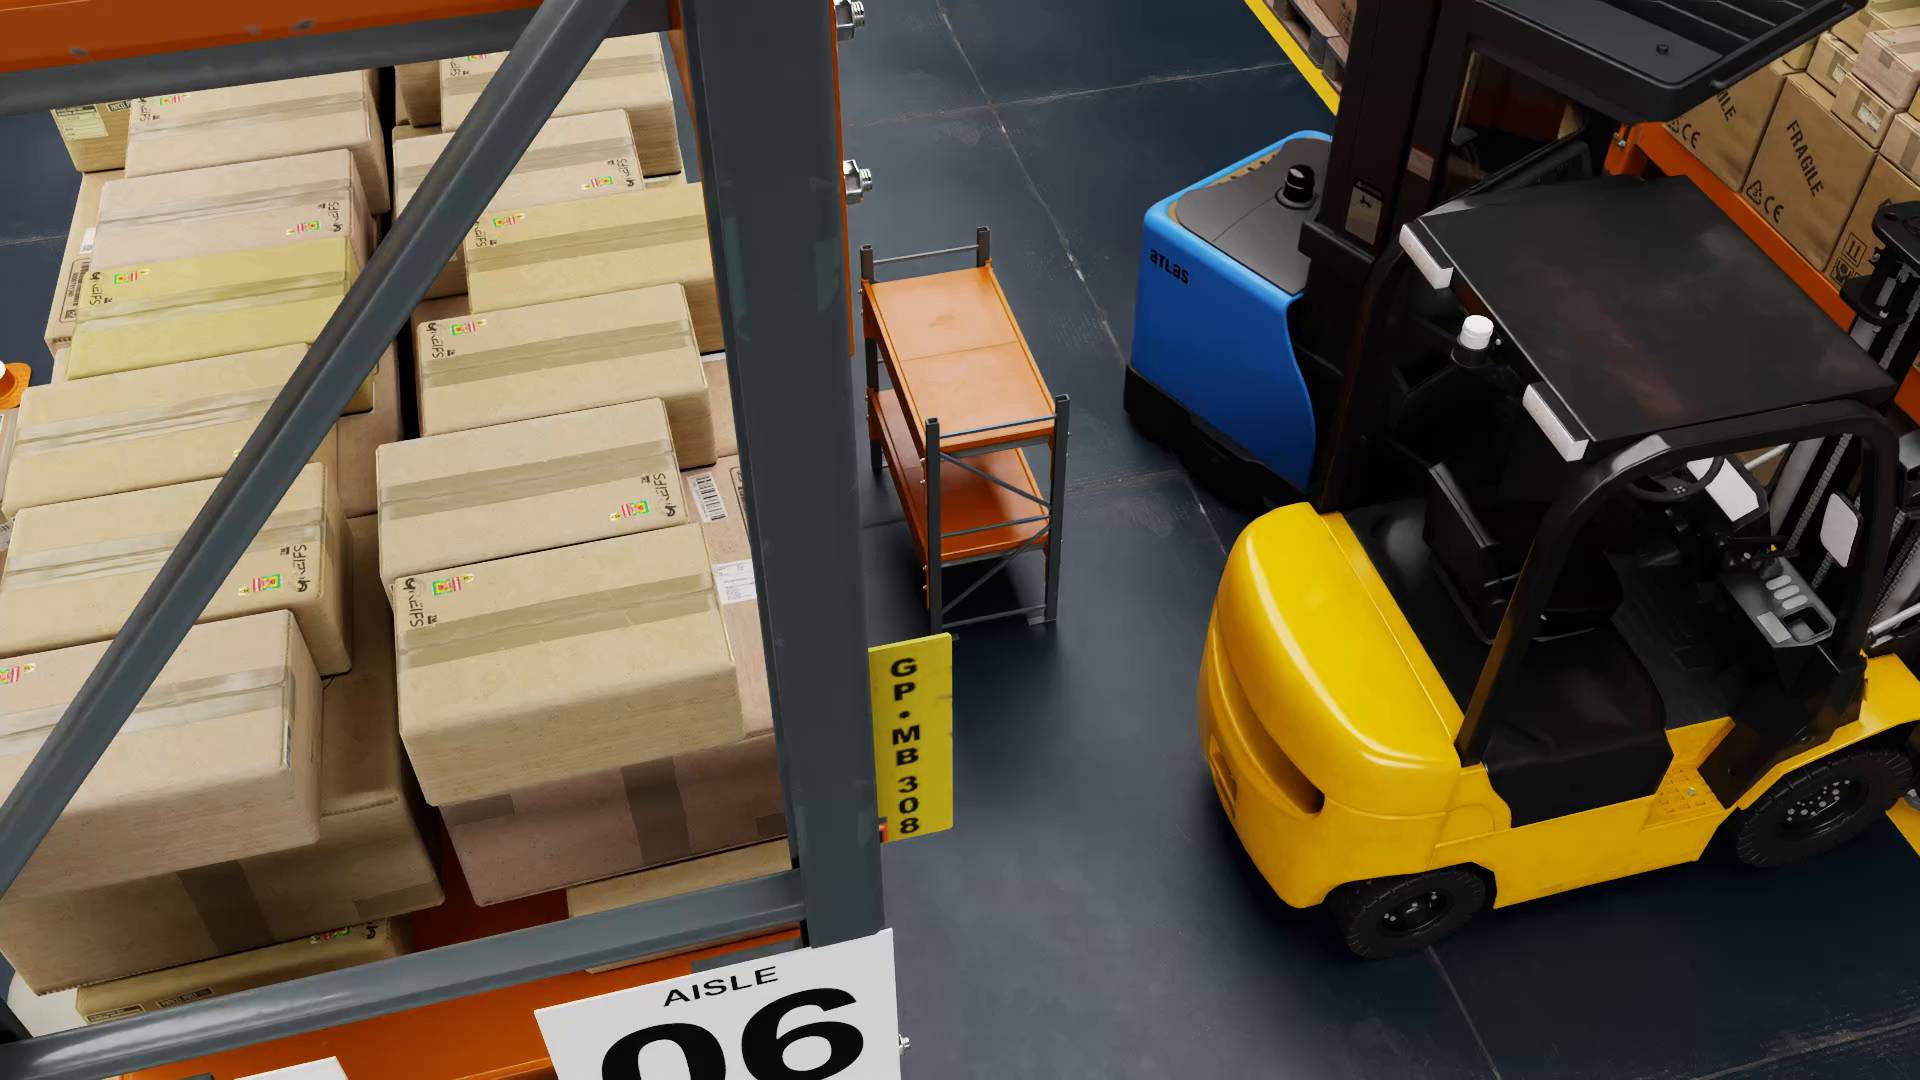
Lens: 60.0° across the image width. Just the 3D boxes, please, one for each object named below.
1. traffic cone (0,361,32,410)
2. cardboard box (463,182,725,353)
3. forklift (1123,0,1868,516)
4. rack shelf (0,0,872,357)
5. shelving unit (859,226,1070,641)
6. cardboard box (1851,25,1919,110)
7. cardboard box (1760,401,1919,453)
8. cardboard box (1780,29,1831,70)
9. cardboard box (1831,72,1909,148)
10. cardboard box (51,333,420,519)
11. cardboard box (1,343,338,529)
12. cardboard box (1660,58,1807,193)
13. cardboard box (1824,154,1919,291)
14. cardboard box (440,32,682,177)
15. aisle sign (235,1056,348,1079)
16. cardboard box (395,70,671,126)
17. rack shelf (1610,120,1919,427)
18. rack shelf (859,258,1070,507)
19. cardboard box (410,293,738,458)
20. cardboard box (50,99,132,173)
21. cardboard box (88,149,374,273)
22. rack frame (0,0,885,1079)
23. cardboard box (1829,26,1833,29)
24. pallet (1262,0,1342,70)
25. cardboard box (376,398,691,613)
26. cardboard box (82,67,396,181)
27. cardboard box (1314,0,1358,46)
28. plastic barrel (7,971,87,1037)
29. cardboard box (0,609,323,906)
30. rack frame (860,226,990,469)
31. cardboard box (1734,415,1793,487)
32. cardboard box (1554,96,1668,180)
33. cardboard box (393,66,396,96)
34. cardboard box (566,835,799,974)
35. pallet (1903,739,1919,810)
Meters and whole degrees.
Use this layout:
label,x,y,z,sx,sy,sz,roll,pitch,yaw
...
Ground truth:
label,x,y,z,sx,sy,sz,roll,pitch,yaw
traffic cone,-4.317,-0.822,7.231,0.336,0.463,0.334,-11,47,-10
cardboard box,-0.552,-0.396,2.555,0.380,0.149,0.250,-11,47,-10
forklift,2.031,-0.979,5.657,1.130,2.935,3.031,-31,53,-26
rack shelf,-1.093,-1.558,2.482,1.077,0.370,4.000,-11,47,-10
shelving unit,-0.002,-0.398,6.353,0.538,1.125,1.048,-11,47,-10
cardboard box,3.182,-1.559,5.445,0.380,0.149,0.250,-10,46,-9
cardboard box,3.272,-0.449,6.021,0.500,0.250,0.500,-9,46,-9
cardboard box,3.087,-1.818,5.907,0.380,0.149,0.250,-10,46,-9
cardboard box,3.172,-1.459,5.555,0.380,0.149,0.250,-10,46,-9
cardboard box,-1.088,-0.086,2.531,0.500,0.250,0.500,-11,47,-11
cardboard box,-1.065,-0.109,2.274,0.380,0.149,0.250,-11,47,-11
cardboard box,3.053,-1.683,6.229,0.500,0.500,0.500,-12,47,-11
cardboard box,3.333,-0.977,5.538,0.500,0.500,0.500,-11,47,-11
cardboard box,-0.696,-0.745,2.897,0.380,0.149,0.250,-10,46,-9
aisle sign,-0.846,0.855,1.991,0.394,0.787,0.004,-11,47,-10
cardboard box,-0.841,-0.887,3.315,0.500,0.250,0.500,-10,46,-9
rack shelf,3.704,-0.370,5.516,1.077,0.370,4.000,-11,47,-10
rack shelf,-0.002,-0.603,6.144,0.538,0.278,1.000,-11,47,-10
cardboard box,-0.572,-0.177,2.620,0.500,0.250,0.500,-11,47,-11
cardboard box,-1.379,-0.804,2.955,0.380,0.149,0.250,-10,46,-9
cardboard box,-1.136,-0.464,2.622,0.380,0.149,0.250,-11,47,-10
rack frame,-0.581,-0.430,0.871,1.000,3.000,0.127,-11,47,-10
cardboard box,3.158,-1.933,5.812,0.380,0.149,0.250,-10,46,-10
pallet,2.341,-3.212,9.750,1.003,0.211,1.213,-11,47,-10
cardboard box,-0.555,-0.025,2.192,0.380,0.149,0.250,-11,47,-10
cardboard box,-1.369,-0.789,3.220,0.500,0.250,0.500,-10,46,-10
cardboard box,2.489,-3.197,9.152,0.875,0.625,0.625,-9,46,-9
plastic barrel,-2.574,1.422,5.060,0.512,0.421,0.421,19,48,17
cardboard box,-0.953,0.249,1.923,0.380,0.149,0.250,-10,46,-10
rack frame,-0.132,-0.749,6.697,0.500,1.125,0.032,-11,47,-10
cardboard box,3.266,-0.275,6.200,0.500,0.250,0.500,-11,47,-11
cardboard box,3.047,-1.676,7.661,0.875,0.625,0.625,-9,46,-9
cardboard box,-1.496,-1.086,3.789,0.380,0.149,0.250,-12,47,-12
cardboard box,-0.352,0.419,2.315,0.380,0.149,0.250,-11,47,-10
pallet,3.671,0.374,6.235,1.003,0.211,1.213,-11,47,-10
